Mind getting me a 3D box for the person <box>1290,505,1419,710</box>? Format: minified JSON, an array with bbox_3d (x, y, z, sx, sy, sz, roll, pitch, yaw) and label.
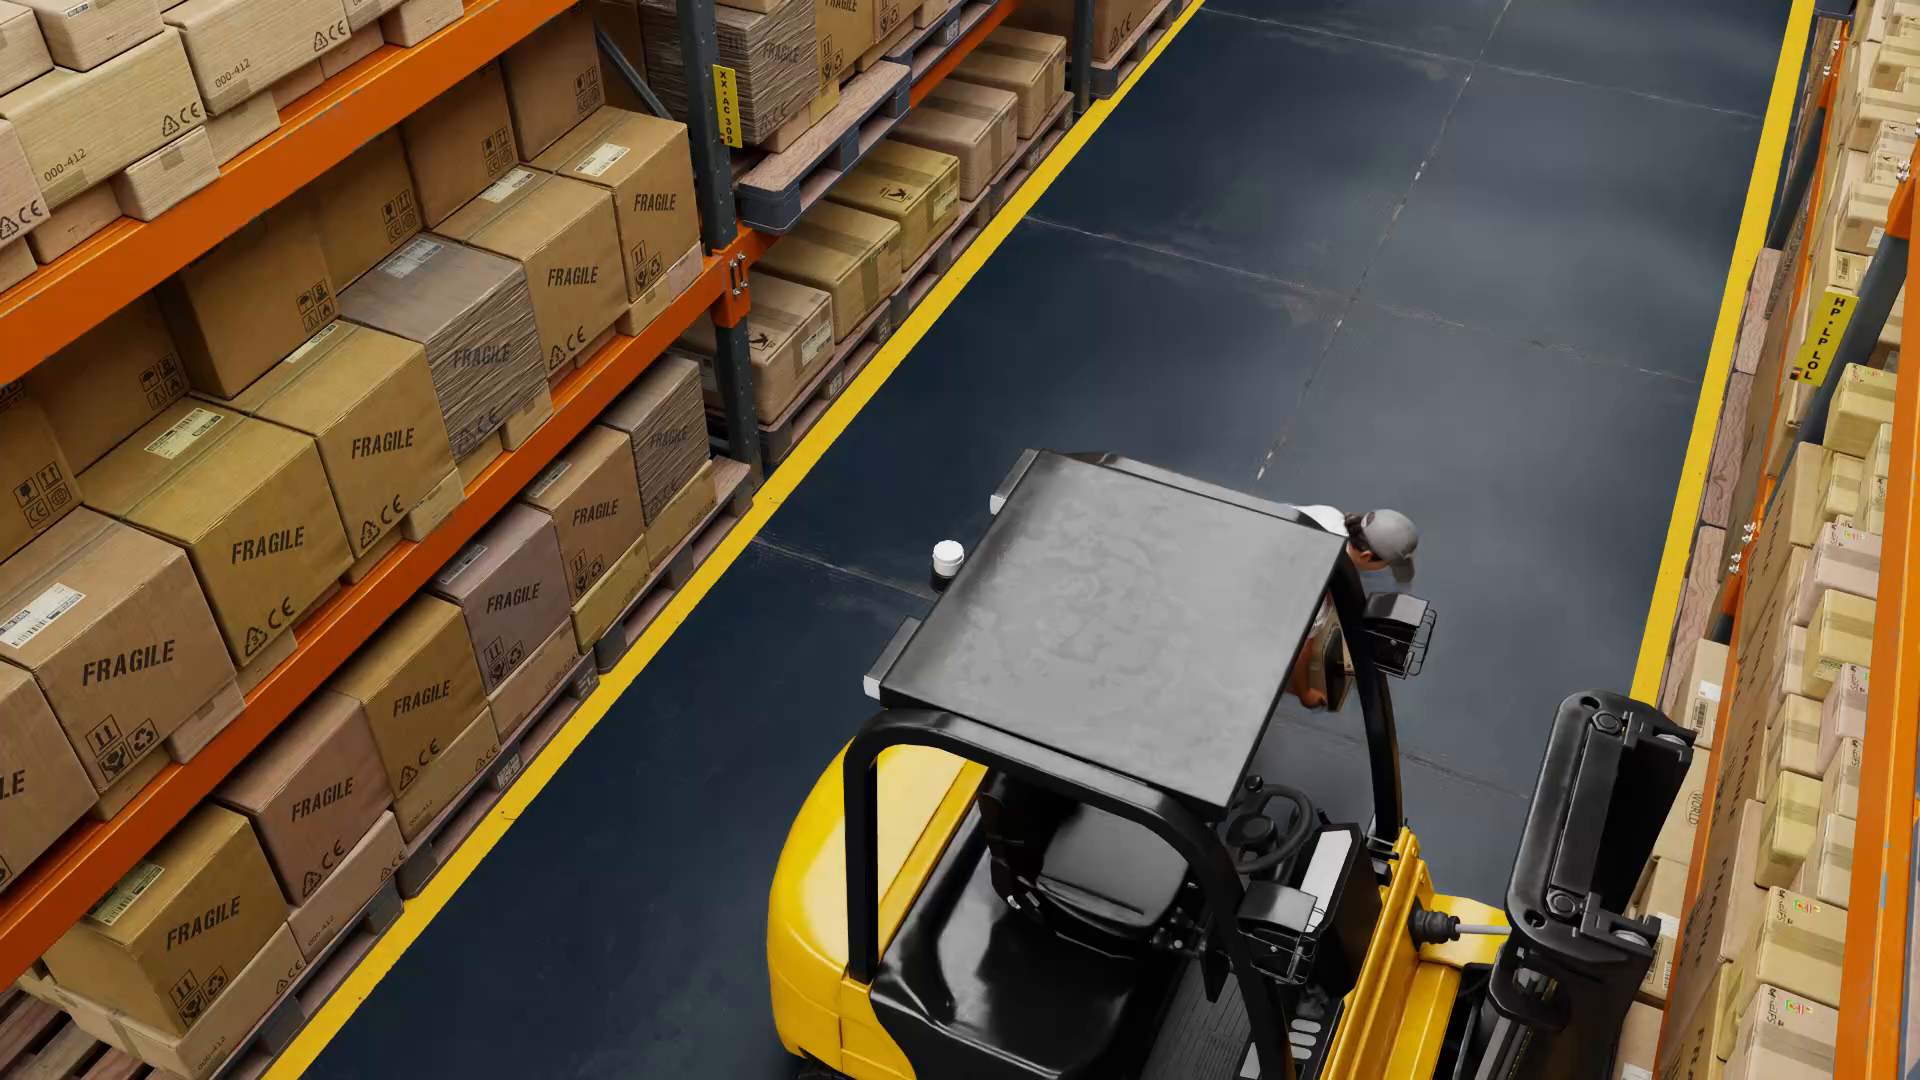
[{"bbox_3d":[1.134,0.334,6.050,0.873,1.325,0.467,16,45,17],"label":"person"}]
